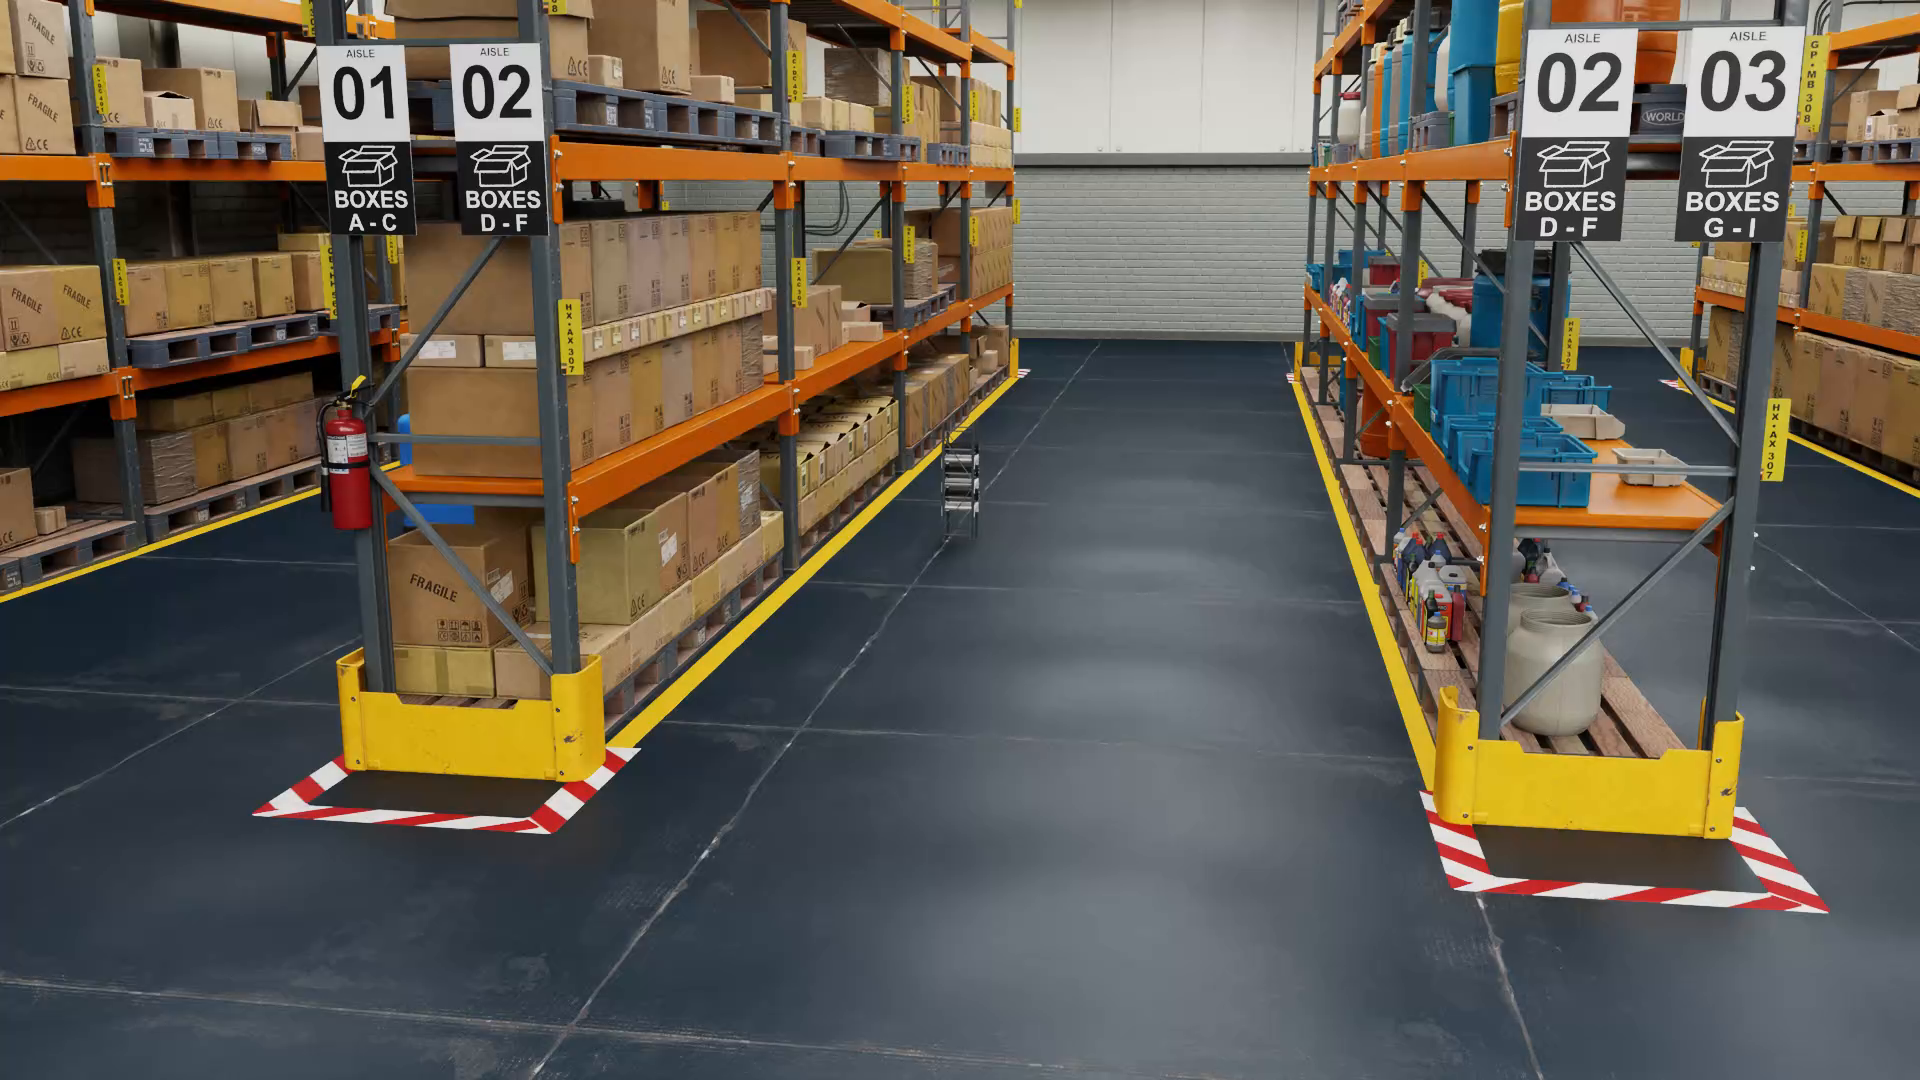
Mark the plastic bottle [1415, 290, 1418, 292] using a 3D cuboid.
[{"bbox_3d":[4.571,-2.365,16.640,0.152,0.276,0.135,2,12,9],"label":"plastic bottle"}]

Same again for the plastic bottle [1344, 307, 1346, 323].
[{"bbox_3d":[3.689,-2.136,15.758,0.097,0.201,0.097,0,12,0],"label":"plastic bottle"}]

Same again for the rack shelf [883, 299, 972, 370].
[{"bbox_3d":[-0.699,-2.168,17.142,1.077,0.370,4.000,2,12,9],"label":"rack shelf"}]

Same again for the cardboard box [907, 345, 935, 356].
[{"bbox_3d":[-0.584,-2.057,19.808,0.500,0.500,0.500,2,12,9],"label":"cardboard box"}]

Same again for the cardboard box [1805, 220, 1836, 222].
[{"bbox_3d":[9.882,-3.355,18.813,0.500,0.500,0.500,1,12,7],"label":"cardboard box"}]

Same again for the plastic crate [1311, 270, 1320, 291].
[{"bbox_3d":[4.506,-3.178,20.374,0.416,0.233,0.300,2,12,9],"label":"plastic crate"}]

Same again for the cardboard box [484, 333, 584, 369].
[{"bbox_3d":[-1.964,-0.879,7.675,0.380,0.149,0.250,2,12,8],"label":"cardboard box"}]

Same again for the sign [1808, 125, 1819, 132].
[{"bbox_3d":[8.848,-4.390,17.208,0.100,0.325,0.005,2,12,9],"label":"sign"}]

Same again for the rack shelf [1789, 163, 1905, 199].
[{"bbox_3d":[9.704,-4.146,19.197,1.077,0.370,4.000,2,12,9],"label":"rack shelf"}]

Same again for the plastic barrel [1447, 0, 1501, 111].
[{"bbox_3d":[3.014,-2.823,9.164,0.600,0.901,0.708,2,12,9],"label":"plastic barrel"}]

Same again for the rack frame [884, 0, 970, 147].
[{"bbox_3d":[-0.391,-5.869,18.366,1.000,3.000,0.127,2,12,9],"label":"rack frame"}]

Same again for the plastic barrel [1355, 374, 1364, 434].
[{"bbox_3d":[4.120,-1.306,16.162,0.600,0.588,0.708,2,12,9],"label":"plastic barrel"}]

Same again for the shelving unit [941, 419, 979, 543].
[{"bbox_3d":[0.001,-0.442,12.406,0.258,0.900,0.210,2,12,9],"label":"shelving unit"}]

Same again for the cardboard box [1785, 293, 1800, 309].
[{"bbox_3d":[9.120,-2.566,17.875,0.380,0.149,0.250,2,12,9],"label":"cardboard box"}]

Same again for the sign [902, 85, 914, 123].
[{"bbox_3d":[-0.459,-3.842,14.664,0.100,0.325,0.005,2,12,9],"label":"sign"}]

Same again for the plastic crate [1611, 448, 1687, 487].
[{"bbox_3d":[3.113,-0.324,7.503,0.298,0.136,0.250,2,12,9],"label":"plastic crate"}]

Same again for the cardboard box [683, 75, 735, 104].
[{"bbox_3d":[-1.537,-2.628,9.716,0.380,0.149,0.250,2,12,9],"label":"cardboard box"}]

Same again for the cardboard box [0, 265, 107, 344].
[{"bbox_3d":[-6.284,-1.625,11.444,0.500,0.500,0.500,2,12,9],"label":"cardboard box"}]

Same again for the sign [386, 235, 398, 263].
[{"bbox_3d":[-5.364,-2.775,15.690,0.100,0.325,0.005,2,12,9],"label":"sign"}]

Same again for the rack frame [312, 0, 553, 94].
[{"bbox_3d":[-2.237,-3.371,6.775,1.000,3.000,0.127,2,12,9],"label":"rack frame"}]

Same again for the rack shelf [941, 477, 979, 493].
[{"bbox_3d":[0.001,-0.409,12.413,0.258,0.077,0.200,2,12,9],"label":"rack shelf"}]

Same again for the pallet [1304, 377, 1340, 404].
[{"bbox_3d":[4.763,-1.821,20.442,1.003,0.211,1.213,2,12,9],"label":"pallet"}]

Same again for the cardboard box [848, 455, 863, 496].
[{"bbox_3d":[-1.079,-0.528,13.354,0.500,0.250,0.500,2,12,10],"label":"cardboard box"}]

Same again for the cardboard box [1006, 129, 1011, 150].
[{"bbox_3d":[0.397,-5.291,21.974,0.500,0.250,0.500,2,12,9],"label":"cardboard box"}]

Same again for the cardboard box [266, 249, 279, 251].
[{"bbox_3d":[-5.964,-2.429,15.363,0.700,0.500,0.500,0,12,2],"label":"cardboard box"}]

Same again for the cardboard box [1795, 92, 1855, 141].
[{"bbox_3d":[9.458,-4.549,17.889,0.700,0.500,0.500,1,12,5],"label":"cardboard box"}]

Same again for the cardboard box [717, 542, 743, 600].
[{"bbox_3d":[-1.626,0.180,10.069,0.500,0.250,0.500,2,12,9],"label":"cardboard box"}]

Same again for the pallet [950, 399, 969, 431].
[{"bbox_3d":[-0.479,-1.403,18.501,1.003,0.211,1.213,2,12,9],"label":"pallet"}]

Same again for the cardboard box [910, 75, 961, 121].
[{"bbox_3d":[-0.354,-5.043,19.042,0.700,0.500,0.500,2,12,9],"label":"cardboard box"}]

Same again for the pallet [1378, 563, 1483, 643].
[{"bbox_3d":[3.128,0.392,10.174,1.003,0.211,1.213,2,12,9],"label":"pallet"}]

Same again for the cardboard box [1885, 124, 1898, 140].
[{"bbox_3d":[9.020,-3.858,15.756,0.380,0.149,0.250,1,12,6],"label":"cardboard box"}]

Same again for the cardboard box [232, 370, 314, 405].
[{"bbox_3d":[-6.110,-1.355,14.769,0.500,0.250,0.500,2,12,10],"label":"cardboard box"}]

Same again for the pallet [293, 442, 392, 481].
[{"bbox_3d":[-6.023,-0.738,15.415,1.003,0.211,1.213,2,12,9],"label":"pallet"}]

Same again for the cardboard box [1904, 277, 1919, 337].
[{"bbox_3d":[8.695,-2.045,14.626,0.500,0.500,0.500,2,12,8],"label":"cardboard box"}]

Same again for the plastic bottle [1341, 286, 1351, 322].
[{"bbox_3d":[3.770,-2.286,16.098,0.144,0.351,0.185,2,12,9],"label":"plastic bottle"}]

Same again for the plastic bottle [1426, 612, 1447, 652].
[{"bbox_3d":[2.506,0.479,8.747,0.097,0.201,0.097,0,12,0],"label":"plastic bottle"}]

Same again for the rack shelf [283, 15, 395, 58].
[{"bbox_3d":[-5.594,-5.065,17.293,1.077,0.370,4.000,2,12,9],"label":"rack shelf"}]

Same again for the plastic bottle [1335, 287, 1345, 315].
[{"bbox_3d":[3.913,-2.438,16.979,0.152,0.276,0.135,2,12,9],"label":"plastic bottle"}]

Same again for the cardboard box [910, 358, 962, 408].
[{"bbox_3d":[-0.268,-1.715,18.219,0.500,0.500,0.500,2,12,9],"label":"cardboard box"}]

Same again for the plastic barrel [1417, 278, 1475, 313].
[{"bbox_3d":[4.116,-1.902,13.878,0.600,0.536,0.708,2,12,9],"label":"plastic barrel"}]

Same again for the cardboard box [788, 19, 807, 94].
[{"bbox_3d":[-1.423,-3.482,11.991,0.500,0.500,0.500,3,13,14],"label":"cardboard box"}]

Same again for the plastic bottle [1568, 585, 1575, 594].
[{"bbox_3d":[3.312,0.382,9.032,0.097,0.271,0.097,0,12,0],"label":"plastic bottle"}]

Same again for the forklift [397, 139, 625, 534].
[{"bbox_3d":[-3.159,-1.521,12.595,1.130,2.935,3.031,2,12,7],"label":"forklift"}]

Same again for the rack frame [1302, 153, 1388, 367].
[{"bbox_3d":[5.118,-3.608,22.114,1.000,3.000,0.127,2,12,9],"label":"rack frame"}]

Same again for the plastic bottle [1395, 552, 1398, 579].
[{"bbox_3d":[2.759,0.138,10.333,0.097,0.201,0.097,0,12,0],"label":"plastic bottle"}]

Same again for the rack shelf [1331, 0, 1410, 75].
[{"bbox_3d":[4.195,-4.744,15.804,1.077,0.370,4.000,2,12,9],"label":"rack shelf"}]

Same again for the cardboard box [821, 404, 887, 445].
[{"bbox_3d":[-0.917,-1.013,14.275,0.500,0.311,0.500,2,12,8],"label":"cardboard box"}]

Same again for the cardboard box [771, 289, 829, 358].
[{"bbox_3d":[-1.329,-1.693,12.992,0.500,0.500,0.500,2,12,9],"label":"cardboard box"}]

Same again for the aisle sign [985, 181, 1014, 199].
[{"bbox_3d":[0.537,-5.044,22.608,0.394,0.787,0.004,2,12,9],"label":"aisle sign"}]

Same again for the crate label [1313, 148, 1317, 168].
[{"bbox_3d":[4.657,-4.820,20.971,0.408,0.251,0.502,2,12,9],"label":"crate label"}]

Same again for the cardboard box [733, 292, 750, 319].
[{"bbox_3d":[-1.529,-1.467,10.405,0.380,0.149,0.250,2,12,7],"label":"cardboard box"}]

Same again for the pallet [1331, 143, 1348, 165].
[{"bbox_3d":[4.479,-3.983,17.182,1.213,0.211,1.003,2,12,9],"label":"pallet"}]

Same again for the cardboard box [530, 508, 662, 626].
[{"bbox_3d":[-1.859,0.125,8.541,0.500,0.500,0.500,2,12,9],"label":"cardboard box"}]

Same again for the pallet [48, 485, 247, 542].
[{"bbox_3d":[-6.399,-0.230,13.058,1.003,0.211,1.213,2,12,9],"label":"pallet"}]
